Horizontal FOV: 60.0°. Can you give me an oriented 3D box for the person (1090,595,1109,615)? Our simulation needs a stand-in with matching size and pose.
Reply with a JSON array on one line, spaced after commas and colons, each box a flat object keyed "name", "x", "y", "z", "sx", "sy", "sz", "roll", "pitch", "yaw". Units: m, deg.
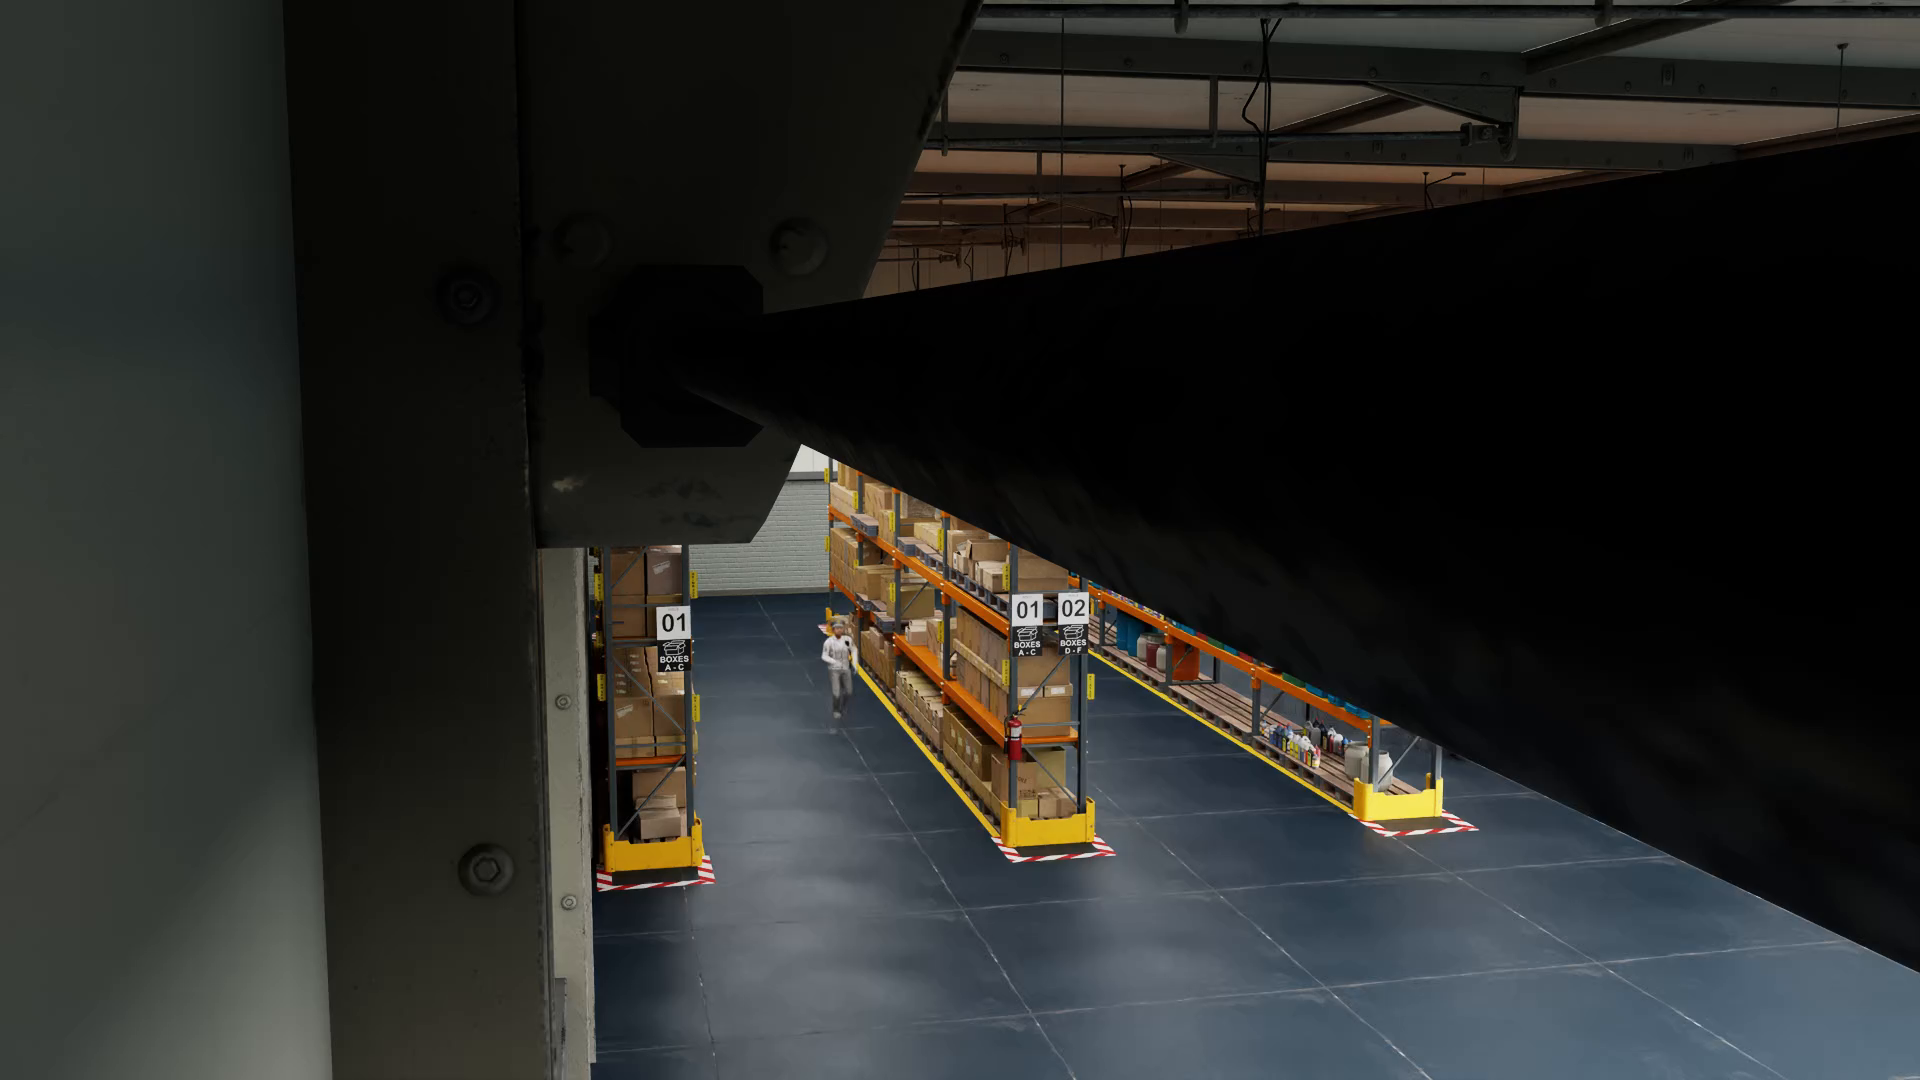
[{"name": "person", "x": 3.157, "y": 0.889, "z": 38.636, "sx": 0.668, "sy": 1.803, "sz": 0.765, "roll": 1, "pitch": 7, "yaw": 9}]

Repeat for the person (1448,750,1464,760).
[{"name": "person", "x": 7.629, "y": 2.522, "z": 25.233, "sx": 0.698, "sy": 1.673, "sz": 0.633, "roll": -5, "pitch": 8, "yaw": -37}]

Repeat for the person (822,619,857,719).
[{"name": "person", "x": -1.900, "y": 2.083, "z": 26.745, "sx": 0.623, "sy": 1.627, "sz": 0.534, "roll": -2, "pitch": 7, "yaw": -17}]
